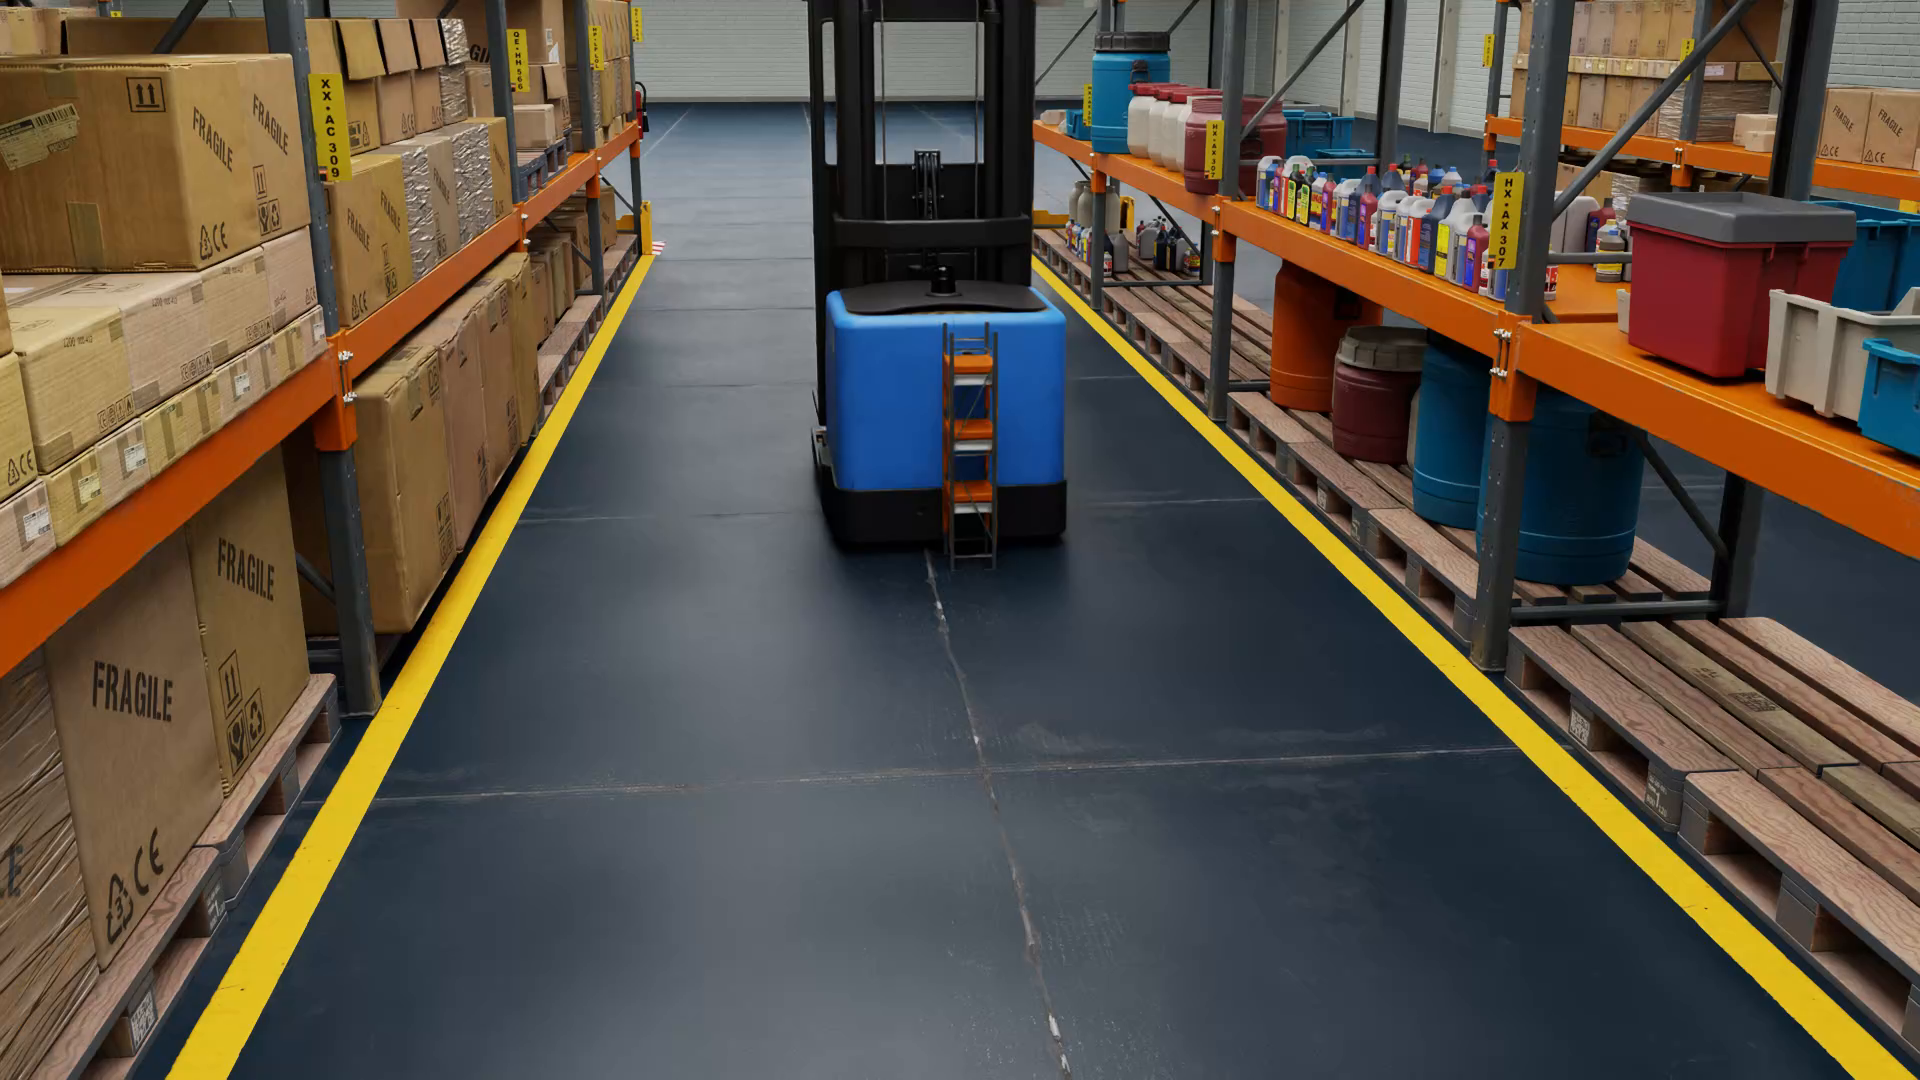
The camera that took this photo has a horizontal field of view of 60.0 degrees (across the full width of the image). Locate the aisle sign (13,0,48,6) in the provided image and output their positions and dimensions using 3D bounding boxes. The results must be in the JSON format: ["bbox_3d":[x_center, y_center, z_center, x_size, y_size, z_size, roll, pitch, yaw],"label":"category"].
[{"bbox_3d":[-9.005,-5.524,15.924,0.394,0.787,0.004,-2,18,-6],"label":"aisle sign"}]

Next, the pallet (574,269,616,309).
[{"bbox_3d":[-3.447,-2.072,13.923,1.003,0.211,1.213,-2,18,-6],"label":"pallet"}]

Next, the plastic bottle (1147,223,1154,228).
[{"bbox_3d":[1.809,-2.807,15.424,0.152,0.276,0.135,-2,18,-7],"label":"plastic bottle"}]

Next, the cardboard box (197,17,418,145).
[{"bbox_3d":[-2.731,-1.925,6.961,0.797,0.503,0.637,-1,17,-4],"label":"cardboard box"}]

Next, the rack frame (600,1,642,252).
[{"bbox_3d":[-3.756,-4.395,16.668,1.000,3.000,0.127,-2,18,-6],"label":"rack frame"}]

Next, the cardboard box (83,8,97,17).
[{"bbox_3d":[-8.700,-4.747,15.736,0.875,0.550,0.550,-2,18,-6],"label":"cardboard box"}]

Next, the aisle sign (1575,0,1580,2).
[{"bbox_3d":[6.384,-5.969,17.341,0.394,0.787,0.004,-2,18,-6],"label":"aisle sign"}]

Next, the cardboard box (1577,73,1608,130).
[{"bbox_3d":[6.296,-4.147,15.711,0.700,0.500,0.500,-1,17,-4],"label":"cardboard box"}]

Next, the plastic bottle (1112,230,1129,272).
[{"bbox_3d":[1.374,-2.490,14.287,0.144,0.351,0.185,-2,18,-6],"label":"plastic bottle"}]

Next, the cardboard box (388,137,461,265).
[{"bbox_3d":[-2.479,-1.465,7.168,0.500,0.500,0.500,-1,17,-5],"label":"cardboard box"}]

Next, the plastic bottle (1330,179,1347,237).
[{"bbox_3d":[1.823,-1.585,7.931,0.097,0.271,0.097,0,17,0],"label":"plastic bottle"}]

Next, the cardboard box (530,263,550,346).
[{"bbox_3d":[-3.155,-1.561,11.081,0.700,0.500,0.500,0,17,-1],"label":"cardboard box"}]

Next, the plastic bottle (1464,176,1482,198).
[{"bbox_3d":[2.456,-1.601,7.965,0.061,0.283,0.133,-2,18,-6],"label":"plastic bottle"}]

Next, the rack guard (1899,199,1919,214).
[{"bbox_3d":[11.033,-3.639,18.432,1.175,0.500,0.348,-2,18,-6],"label":"rack guard"}]

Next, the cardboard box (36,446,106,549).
[{"bbox_3d":[-1.974,-0.082,3.350,0.380,0.149,0.250,-2,18,-7],"label":"cardboard box"}]

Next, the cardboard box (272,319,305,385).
[{"bbox_3d":[-2.134,-0.542,4.816,0.380,0.149,0.250,-1,17,-5],"label":"cardboard box"}]

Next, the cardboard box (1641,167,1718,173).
[{"bbox_3d":[6.671,-3.200,15.500,0.500,0.500,0.500,-2,18,-6],"label":"cardboard box"}]

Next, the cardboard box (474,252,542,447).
[{"bbox_3d":[-2.880,-0.992,8.674,1.225,0.875,0.875,-3,18,-8],"label":"cardboard box"}]

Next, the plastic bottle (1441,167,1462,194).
[{"bbox_3d":[2.520,-1.776,8.541,0.097,0.271,0.097,0,17,0],"label":"plastic bottle"}]

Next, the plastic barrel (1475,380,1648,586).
[{"bbox_3d":[2.369,-0.334,6.537,0.600,0.901,0.708,-2,18,-6],"label":"plastic barrel"}]

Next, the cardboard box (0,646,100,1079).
[{"bbox_3d":[-2.345,0.726,3.202,0.875,0.875,0.875,-2,18,-6],"label":"cardboard box"}]

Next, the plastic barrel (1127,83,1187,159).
[{"bbox_3d":[1.464,-3.129,12.409,0.433,0.535,0.433,0,17,0],"label":"plastic barrel"}]

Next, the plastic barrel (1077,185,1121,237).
[{"bbox_3d":[1.367,-3.218,16.372,0.421,0.512,0.421,0,17,0],"label":"plastic barrel"}]

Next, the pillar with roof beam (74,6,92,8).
[{"bbox_3d":[-18.186,-15.632,42.446,9.100,9.000,0.400,-2,18,-6],"label":"pillar with roof beam"}]

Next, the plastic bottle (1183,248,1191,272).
[{"bbox_3d":[1.966,-2.400,14.251,0.097,0.201,0.097,0,17,0],"label":"plastic bottle"}]

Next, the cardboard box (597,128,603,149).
[{"bbox_3d":[-3.079,-3.231,13.382,0.380,0.149,0.250,-2,18,-6],"label":"cardboard box"}]

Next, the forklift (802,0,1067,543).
[{"bbox_3d":[-0.217,-1.783,8.464,1.130,2.935,3.031,-2,18,-7],"label":"forklift"}]

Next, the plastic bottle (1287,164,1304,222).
[{"bbox_3d":[1.735,-1.791,8.568,0.061,0.283,0.133,-2,18,-6],"label":"plastic bottle"}]

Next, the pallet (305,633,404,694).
[{"bbox_3d":[-2.672,0.283,6.422,1.003,0.211,1.213,-2,18,-6],"label":"pallet"}]

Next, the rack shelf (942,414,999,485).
[{"bbox_3d":[0.042,-0.389,7.198,0.215,0.259,0.240,-2,18,-7],"label":"rack shelf"}]

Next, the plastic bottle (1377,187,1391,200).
[{"bbox_3d":[1.927,-1.462,7.542,0.097,0.271,0.097,0,17,0],"label":"plastic bottle"}]

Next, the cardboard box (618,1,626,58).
[{"bbox_3d":[-3.396,-4.756,15.487,0.500,0.500,0.500,-2,18,-6],"label":"cardboard box"}]

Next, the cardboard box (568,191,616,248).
[{"bbox_3d":[-3.612,-3.039,15.821,0.500,0.500,0.500,3,18,9],"label":"cardboard box"}]

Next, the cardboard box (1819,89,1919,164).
[{"bbox_3d":[6.680,-3.020,12.122,0.500,0.500,0.500,-2,18,-6],"label":"cardboard box"}]

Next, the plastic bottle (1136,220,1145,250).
[{"bbox_3d":[1.689,-2.849,15.544,0.061,0.283,0.133,-2,18,-6],"label":"plastic bottle"}]

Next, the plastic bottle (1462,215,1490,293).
[{"bbox_3d":[1.977,-1.092,6.342,0.061,0.283,0.133,-2,18,-6],"label":"plastic bottle"}]

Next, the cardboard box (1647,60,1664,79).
[{"bbox_3d":[6.217,-4.091,14.451,0.380,0.149,0.250,-2,18,-7],"label":"cardboard box"}]

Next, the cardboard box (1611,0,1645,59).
[{"bbox_3d":[6.354,-4.606,15.009,0.700,0.500,0.500,-2,18,-6],"label":"cardboard box"}]

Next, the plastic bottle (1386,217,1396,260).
[{"bbox_3d":[1.904,-1.318,7.200,0.097,0.201,0.097,0,17,0],"label":"plastic bottle"}]

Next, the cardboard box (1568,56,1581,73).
[{"bbox_3d":[6.059,-4.550,15.911,0.380,0.149,0.250,-2,18,-6],"label":"cardboard box"}]

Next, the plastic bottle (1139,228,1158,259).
[{"bbox_3d":[1.705,-2.691,15.052,0.152,0.276,0.135,-2,18,-6],"label":"plastic bottle"}]

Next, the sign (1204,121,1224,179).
[{"bbox_3d":[1.450,-2.223,9.478,0.100,0.325,0.005,-2,18,-6],"label":"sign"}]

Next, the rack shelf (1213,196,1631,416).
[{"bbox_3d":[2.202,-1.225,7.773,1.077,0.370,4.000,-2,18,-6],"label":"rack shelf"}]

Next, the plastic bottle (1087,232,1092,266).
[{"bbox_3d":[1.152,-2.557,14.616,0.061,0.283,0.133,-1,17,-2],"label":"plastic bottle"}]

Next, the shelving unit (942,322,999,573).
[{"bbox_3d":[0.042,-0.399,7.195,0.215,1.050,0.252,-2,18,-7],"label":"shelving unit"}]

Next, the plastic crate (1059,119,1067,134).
[{"bbox_3d":[1.164,-3.706,14.915,0.530,0.136,0.437,-2,18,-6],"label":"plastic crate"}]

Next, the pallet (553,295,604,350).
[{"bbox_3d":[-3.261,-1.641,12.551,1.003,0.211,1.213,-2,18,-6],"label":"pallet"}]

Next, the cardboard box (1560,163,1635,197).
[{"bbox_3d":[6.084,-3.332,15.921,0.500,0.500,0.500,-2,18,-6],"label":"cardboard box"}]

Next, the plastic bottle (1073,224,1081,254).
[{"bbox_3d":[1.094,-2.774,15.327,0.097,0.271,0.097,0,17,0],"label":"plastic bottle"}]

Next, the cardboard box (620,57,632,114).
[{"bbox_3d":[-3.555,-4.274,15.621,0.875,0.500,0.500,-2,18,-6],"label":"cardboard box"}]

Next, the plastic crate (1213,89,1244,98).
[{"bbox_3d":[1.938,-3.252,12.920,0.402,0.464,0.583,-2,18,-6],"label":"plastic crate"}]

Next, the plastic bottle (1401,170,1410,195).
[{"bbox_3d":[2.456,-1.927,9.140,0.097,0.201,0.097,0,17,0],"label":"plastic bottle"}]

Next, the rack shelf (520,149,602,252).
[{"bbox_3d":[-3.137,-2.264,11.082,1.077,0.370,4.000,-2,18,-6],"label":"rack shelf"}]

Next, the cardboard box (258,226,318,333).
[{"bbox_3d":[-2.211,-0.767,4.865,0.500,0.250,0.500,-2,18,-7],"label":"cardboard box"}]

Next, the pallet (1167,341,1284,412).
[{"bbox_3d":[1.955,-1.066,10.720,1.003,0.211,1.213,-2,18,-6],"label":"pallet"}]

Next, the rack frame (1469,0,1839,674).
[{"bbox_3d":[2.409,-0.973,5.767,1.000,3.000,0.127,-2,18,-6],"label":"rack frame"}]
